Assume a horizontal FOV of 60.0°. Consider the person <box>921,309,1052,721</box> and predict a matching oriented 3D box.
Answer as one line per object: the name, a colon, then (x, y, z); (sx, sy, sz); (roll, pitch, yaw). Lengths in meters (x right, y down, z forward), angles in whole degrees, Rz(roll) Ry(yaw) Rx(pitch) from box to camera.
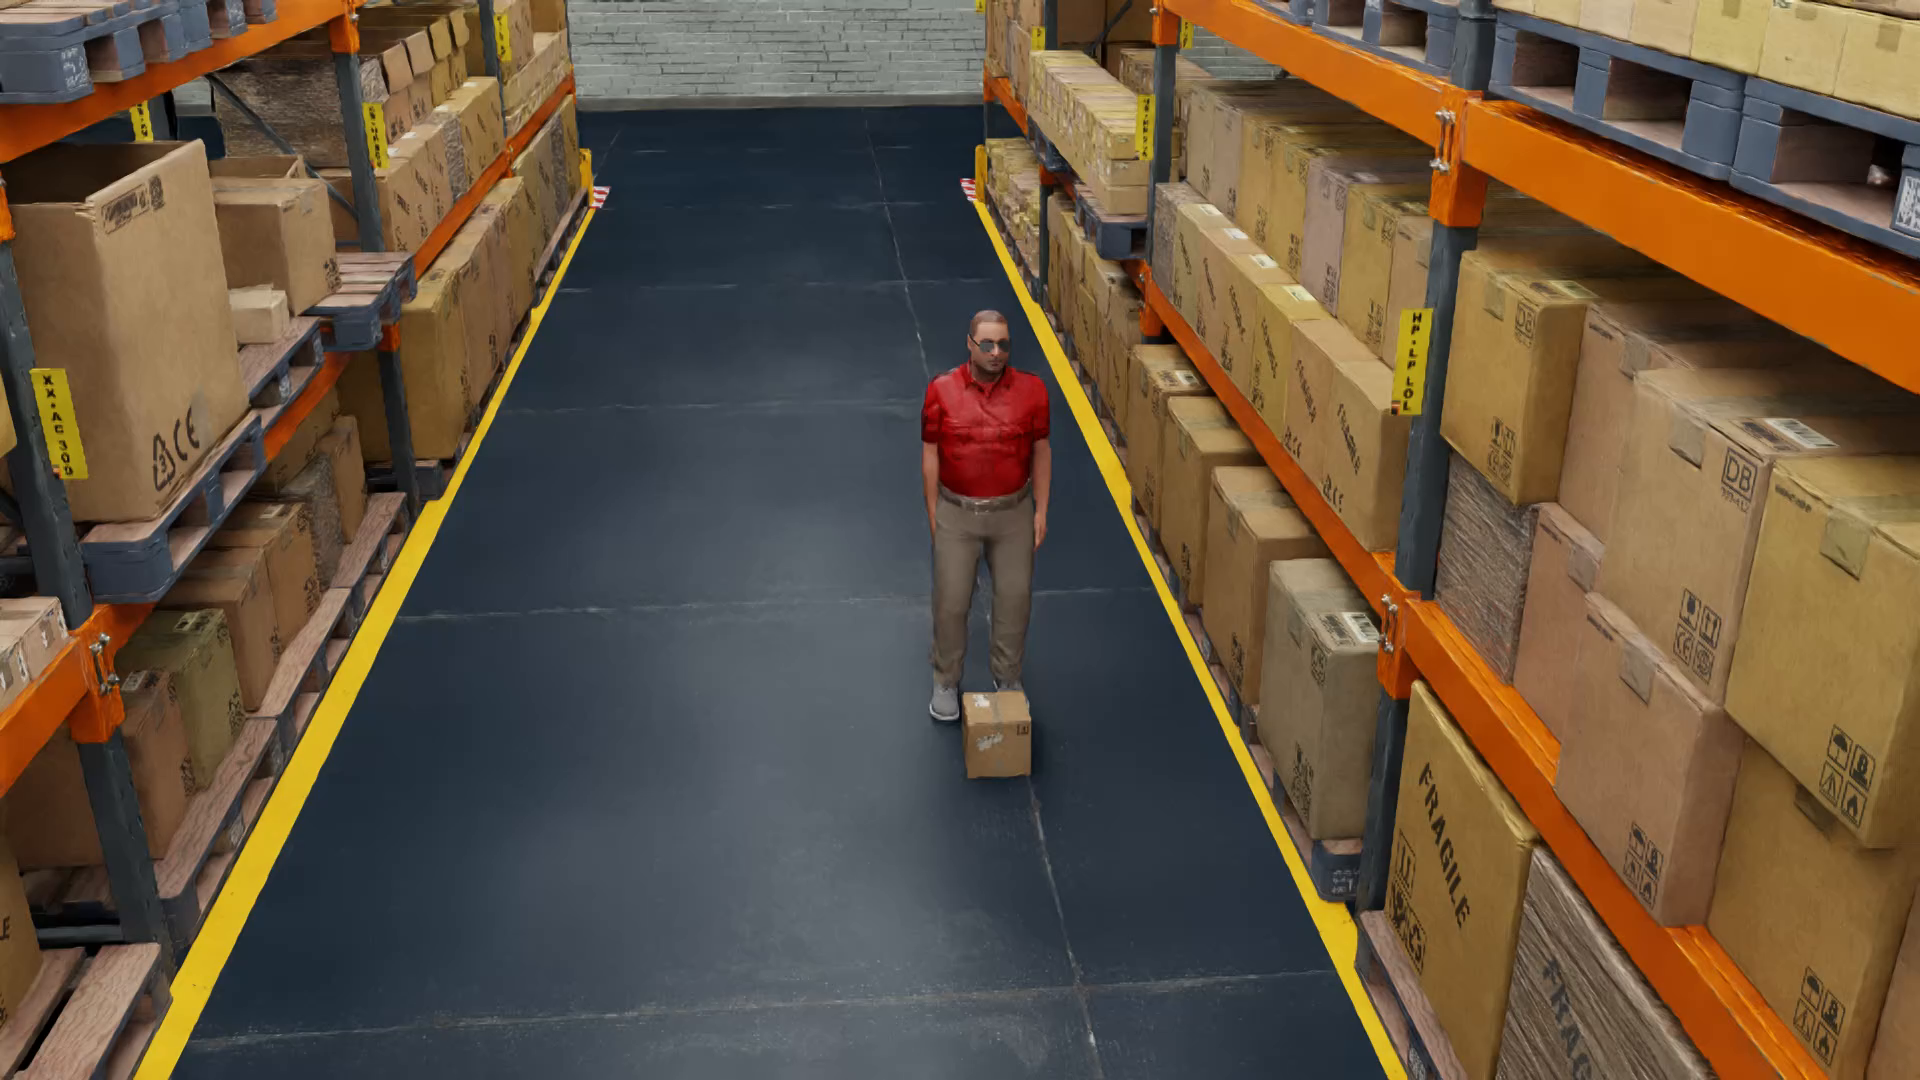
person: (0.114, -0.092, 6.837); (0.534, 1.724, 0.365); (-2, 24, -4)
